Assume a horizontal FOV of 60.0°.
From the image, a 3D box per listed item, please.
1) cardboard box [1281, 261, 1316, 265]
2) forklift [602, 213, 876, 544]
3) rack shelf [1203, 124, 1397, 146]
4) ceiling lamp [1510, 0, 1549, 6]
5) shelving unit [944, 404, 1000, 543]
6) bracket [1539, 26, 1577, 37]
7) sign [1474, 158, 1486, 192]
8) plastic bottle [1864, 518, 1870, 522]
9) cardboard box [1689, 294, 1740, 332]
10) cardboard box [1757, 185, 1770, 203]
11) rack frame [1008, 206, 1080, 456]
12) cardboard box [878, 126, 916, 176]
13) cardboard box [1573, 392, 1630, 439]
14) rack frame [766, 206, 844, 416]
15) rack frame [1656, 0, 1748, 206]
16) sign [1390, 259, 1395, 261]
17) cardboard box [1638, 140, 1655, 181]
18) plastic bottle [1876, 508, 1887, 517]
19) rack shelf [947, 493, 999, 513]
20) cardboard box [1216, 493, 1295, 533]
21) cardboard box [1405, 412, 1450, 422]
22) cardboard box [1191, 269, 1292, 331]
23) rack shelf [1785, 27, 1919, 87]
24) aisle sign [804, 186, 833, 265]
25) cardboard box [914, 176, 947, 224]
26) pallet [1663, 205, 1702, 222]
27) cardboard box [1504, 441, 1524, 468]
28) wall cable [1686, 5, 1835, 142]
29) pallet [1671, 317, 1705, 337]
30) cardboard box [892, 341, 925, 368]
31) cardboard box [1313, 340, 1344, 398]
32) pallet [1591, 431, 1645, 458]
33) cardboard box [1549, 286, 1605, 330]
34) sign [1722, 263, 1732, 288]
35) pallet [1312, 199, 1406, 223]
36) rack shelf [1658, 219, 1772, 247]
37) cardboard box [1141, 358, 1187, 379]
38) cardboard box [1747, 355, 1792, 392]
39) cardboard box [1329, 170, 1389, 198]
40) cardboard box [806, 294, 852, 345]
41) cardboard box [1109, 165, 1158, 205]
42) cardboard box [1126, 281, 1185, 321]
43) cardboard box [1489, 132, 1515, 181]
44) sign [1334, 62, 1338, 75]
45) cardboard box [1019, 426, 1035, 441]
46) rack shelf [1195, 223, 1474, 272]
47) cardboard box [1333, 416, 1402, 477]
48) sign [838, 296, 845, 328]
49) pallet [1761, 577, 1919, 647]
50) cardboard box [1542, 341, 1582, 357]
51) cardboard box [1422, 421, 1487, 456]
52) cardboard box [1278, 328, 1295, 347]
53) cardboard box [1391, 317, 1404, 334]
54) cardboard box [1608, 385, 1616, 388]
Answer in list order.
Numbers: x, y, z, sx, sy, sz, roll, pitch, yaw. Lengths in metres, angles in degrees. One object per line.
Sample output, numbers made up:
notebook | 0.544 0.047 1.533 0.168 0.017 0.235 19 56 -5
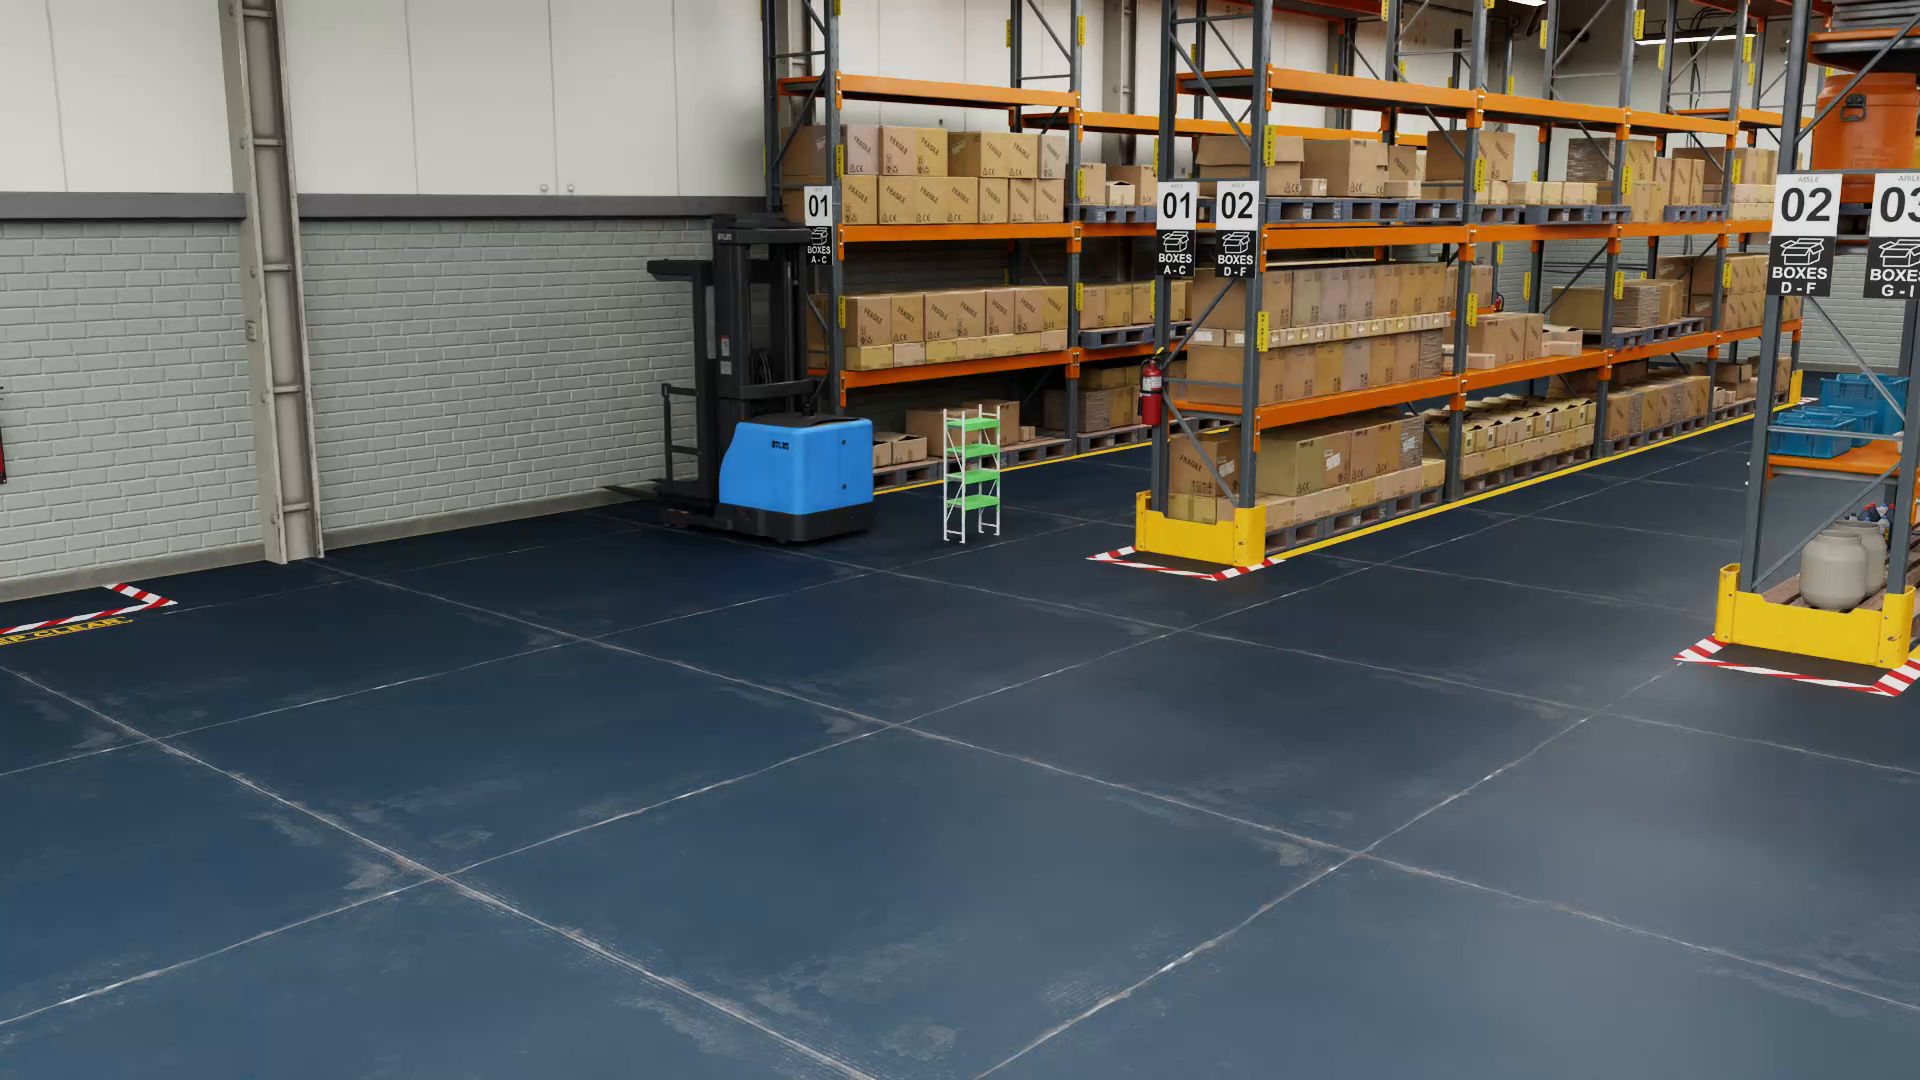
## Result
cardboard box | 4.834 -3.917 24.185 0.500 0.250 0.500 10 15 41
forklift | -2.238 -1.614 15.809 3.031 2.935 1.130 9 15 39
rack shelf | 4.980 -5.845 24.359 1.077 0.370 4.000 10 15 40
ceiling lamp | 7.857 -9.065 22.720 0.800 3.185 2.000 10 15 40
shelving unit | 0.109 -0.613 15.216 0.258 1.200 0.503 10 15 40
bracket | 11.788 -9.828 32.252 0.076 0.066 3.189 10 15 40
sign | 5.160 -3.621 16.503 0.100 0.325 0.005 10 15 40
plastic bottle | 7.423 -0.047 13.631 0.097 0.271 0.097 0 11 0
cardboard box | 10.565 -3.195 23.296 0.500 0.500 0.500 10 15 42
cardboard box | 11.199 -4.934 23.706 0.500 0.250 0.500 10 15 40
rack frame | 1.019 -2.570 20.418 1.000 3.000 0.127 10 15 40
cardboard box | -0.816 -4.094 17.531 0.500 0.500 0.500 10 15 40
cardboard box | 7.898 -1.538 20.512 0.500 0.500 0.500 11 15 43
rack frame | -1.621 -1.981 17.471 1.000 3.000 0.127 10 15 40
rack frame | 10.023 -6.049 22.519 1.000 3.000 0.127 10 15 40
sign | 6.714 -4.207 25.861 0.100 0.325 0.005 10 15 40
cardboard box | 8.349 -4.742 20.827 0.500 0.500 0.500 10 15 40
plastic bottle | 7.728 -0.127 14.021 0.152 0.276 0.135 10 15 42
rack shelf | 0.109 -0.315 15.275 0.258 0.148 0.480 10 15 40
cardboard box | 2.623 -0.249 14.746 0.500 0.250 0.500 10 15 40
cardboard box | 5.133 -1.236 18.258 0.500 0.311 0.500 10 15 42
cardboard box | 2.455 -2.101 14.505 0.700 0.500 0.500 10 15 41
rack shelf | 7.141 -3.387 12.053 1.077 0.370 4.000 10 15 40
aisle sign | -1.444 -3.206 16.969 0.394 0.787 0.004 10 15 40
cardboard box | -0.492 -3.679 18.008 0.500 0.500 0.500 11 16 43
pallet | 8.858 -4.246 21.630 1.213 0.211 1.003 10 15 40
cardboard box | 5.873 -0.966 18.338 0.500 0.250 0.500 9 15 39
wall cable | 14.974 -8.667 30.663 3.097 2.526 0.112 10 15 40
pallet | 9.414 -2.909 22.608 1.003 0.211 1.213 10 15 40
cardboard box | -0.729 -2.026 18.030 0.500 0.250 0.500 9 15 39
cardboard box | 3.095 -1.607 15.345 0.700 0.500 0.500 10 15 41
pallet | 7.904 -1.256 20.959 1.003 0.211 1.213 10 15 40
cardboard box | 7.714 -2.880 20.646 0.700 0.500 0.500 4 12 21
sign | 10.443 -3.603 22.637 0.100 0.325 0.005 10 15 40
pallet | 3.394 -3.050 15.389 1.003 0.211 1.213 10 15 40
rack shelf | 11.344 -4.519 24.357 1.077 0.370 4.000 10 15 40
cardboard box | 2.800 -2.327 22.549 0.500 0.250 0.500 10 15 41
cardboard box | 12.490 -2.573 25.695 0.500 0.500 0.500 10 15 40
cardboard box | 3.856 -3.512 16.276 0.500 0.311 0.500 9 14 37
cardboard box | -1.470 -2.382 17.895 0.500 0.500 0.500 10 15 40
cardboard box | 2.254 -4.547 21.332 0.500 0.500 0.500 9 14 38
cardboard box | 2.551 -3.166 22.026 0.700 0.500 0.500 10 15 40
cardboard box | 5.538 -4.073 17.683 0.500 0.500 0.500 -10 15 -42
sign | 5.899 -7.299 25.993 0.100 0.325 0.005 10 15 40
cardboard box | 0.688 -1.313 20.239 0.380 0.166 0.250 7 14 33
rack shelf | 3.422 -2.754 15.517 1.077 0.370 4.000 10 15 40
cardboard box | 3.935 -0.912 16.154 0.500 0.500 0.500 10 15 40
sign | -1.214 -2.335 17.035 0.100 0.325 0.005 10 15 40
pallet | 6.376 0.531 12.013 1.003 0.211 1.213 10 15 40
cardboard box | 6.997 -2.227 19.343 0.380 0.149 0.250 10 15 40
cardboard box | 5.202 -1.091 17.530 0.500 0.311 0.500 10 15 41
cardboard box | 2.695 -1.777 14.540 0.380 0.149 0.250 9 15 39
cardboard box | 4.051 -2.080 16.053 0.380 0.149 0.250 10 15 40
cardboard box | 8.166 -1.752 21.584 0.500 0.500 0.500 9 14 38
